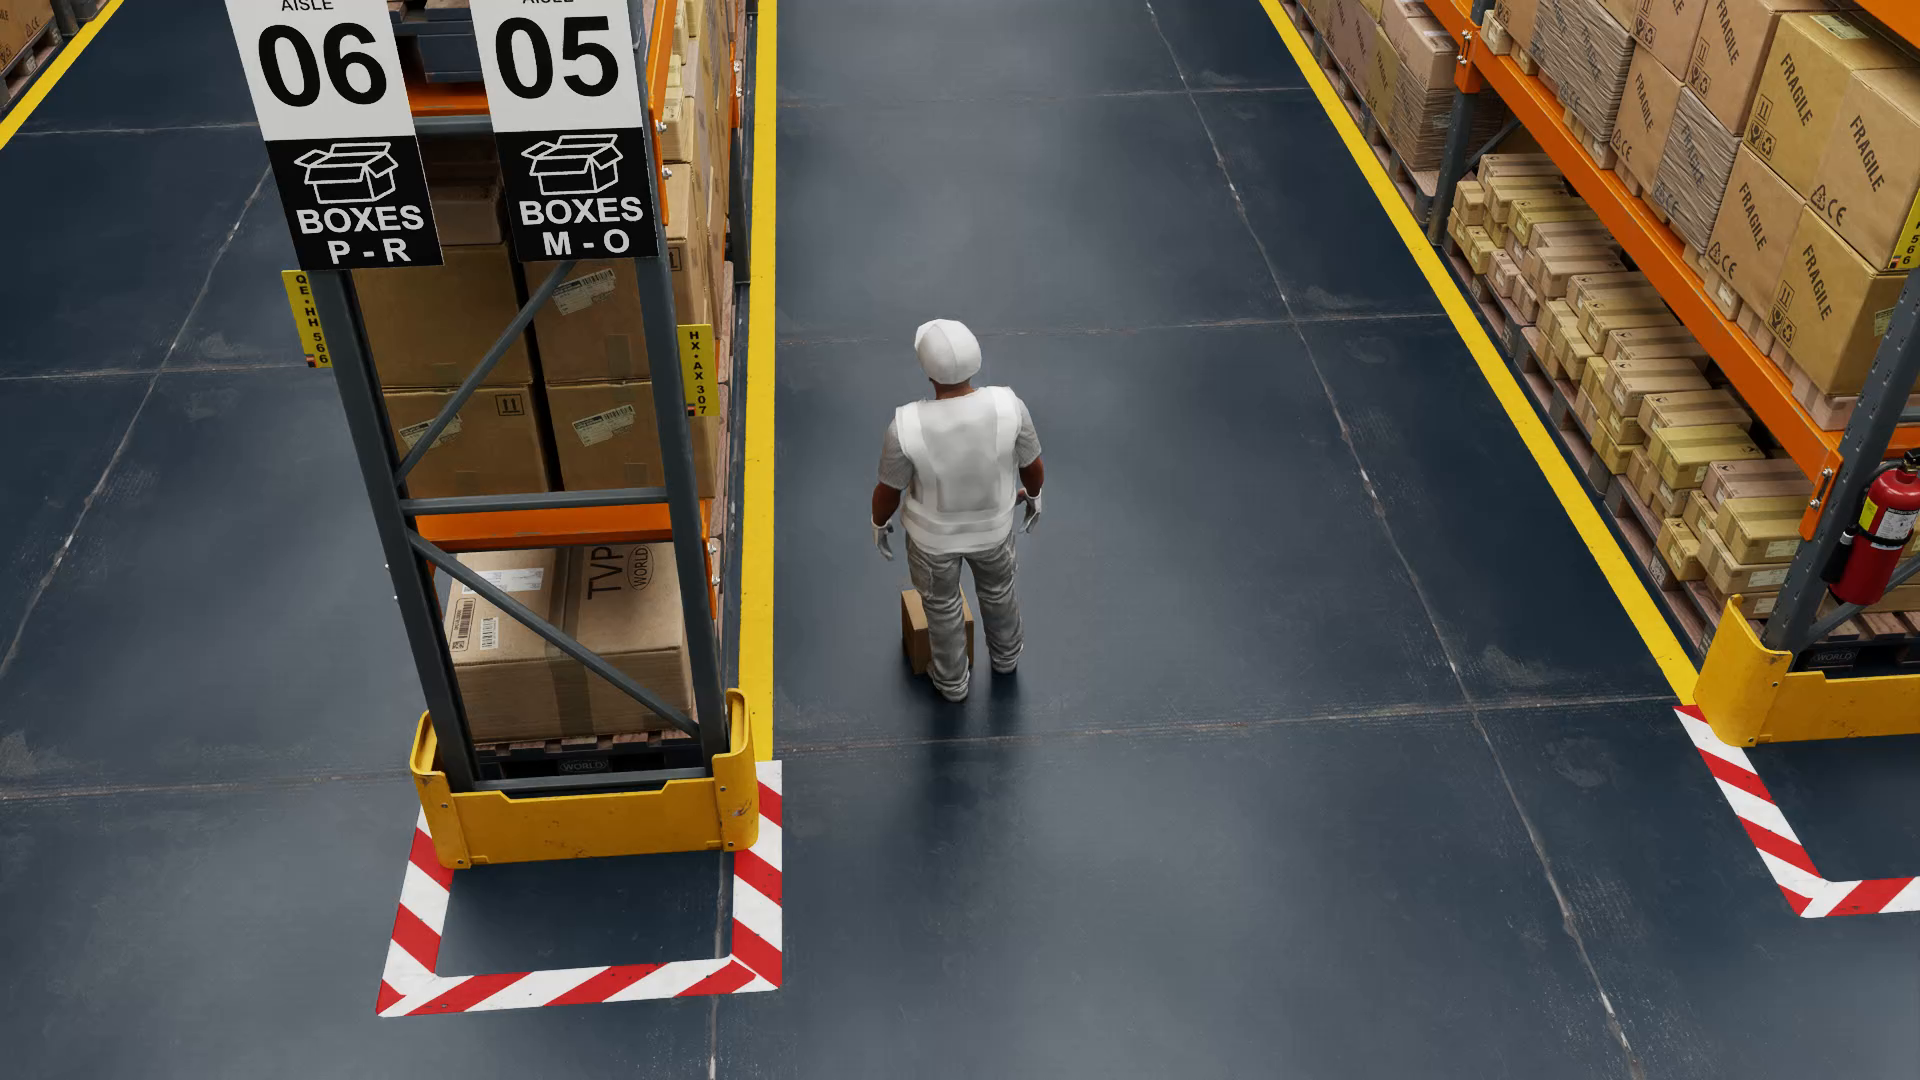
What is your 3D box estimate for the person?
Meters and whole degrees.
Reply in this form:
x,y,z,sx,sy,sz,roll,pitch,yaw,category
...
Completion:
x,y,z,sx,sy,sz,roll,pitch,yaw,category
-0.019,-0.120,6.273,0.656,1.781,0.578,-8,39,-9,person
